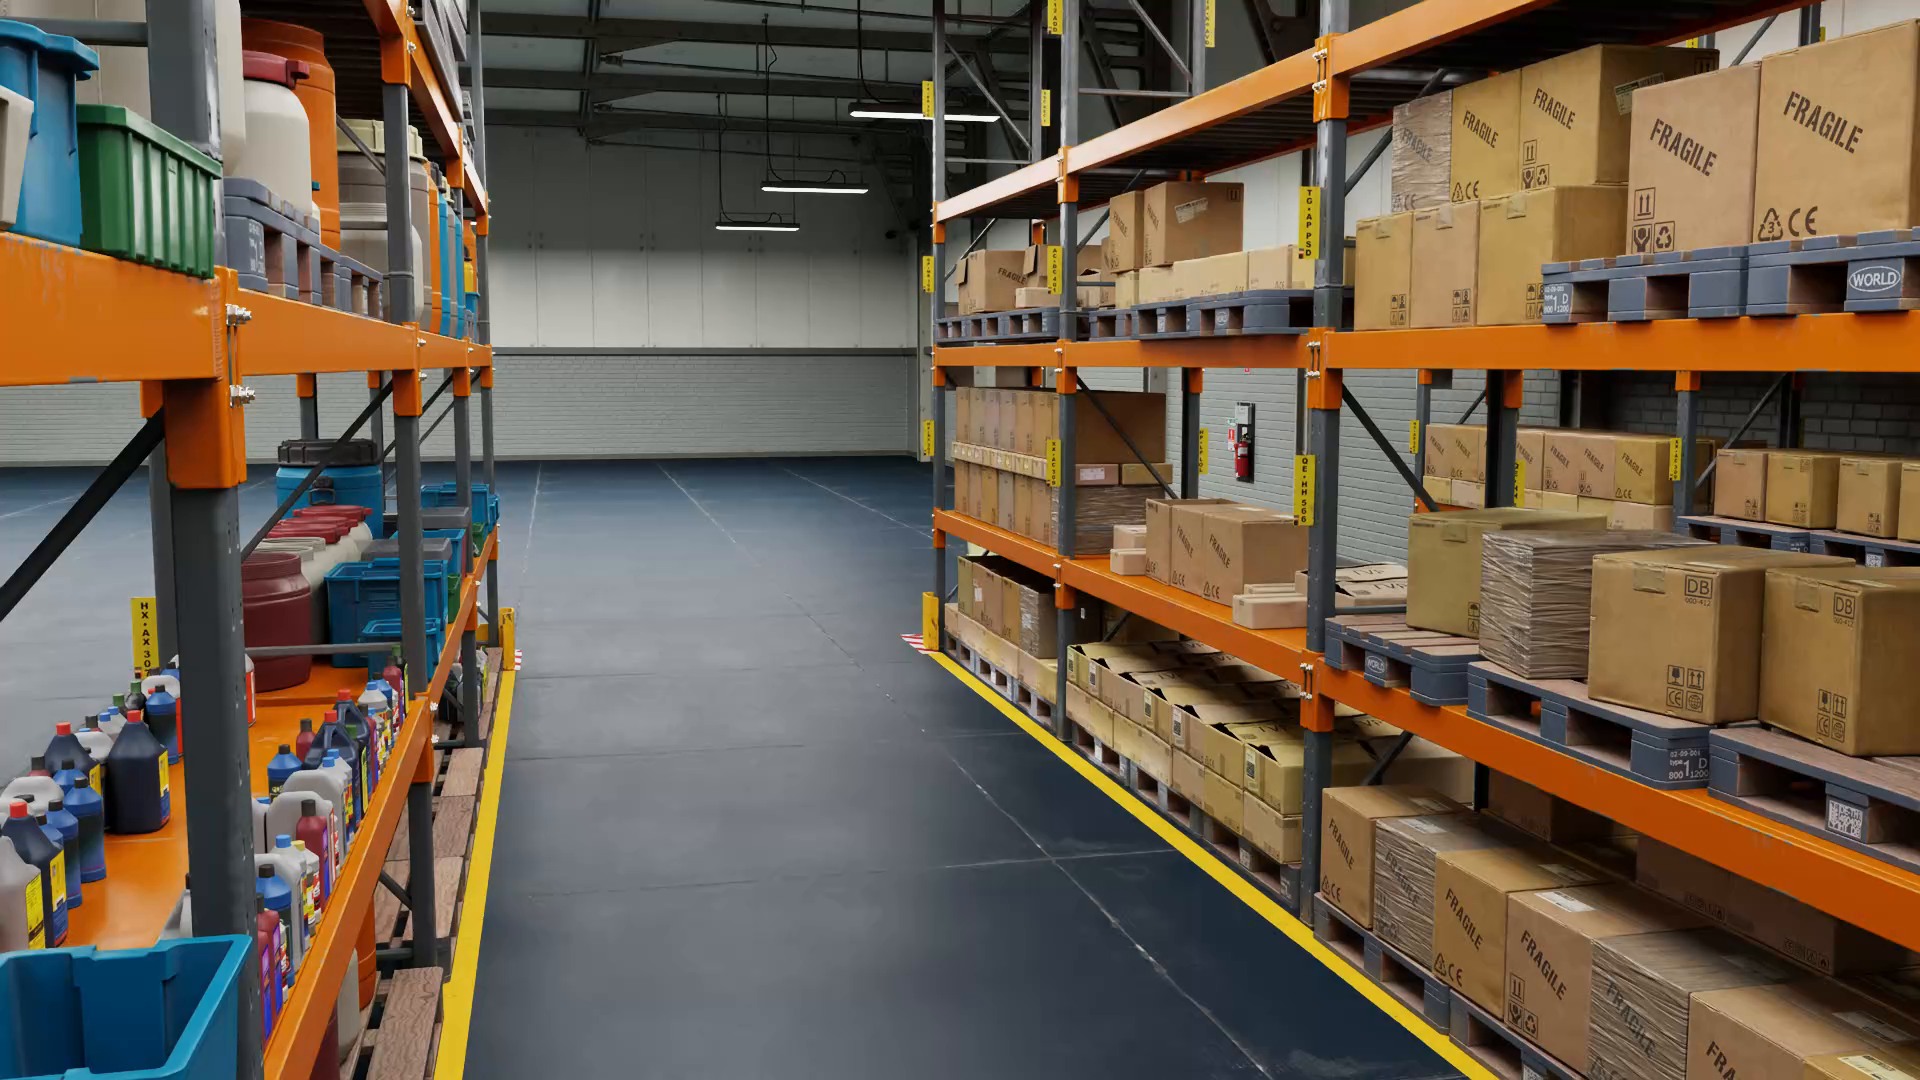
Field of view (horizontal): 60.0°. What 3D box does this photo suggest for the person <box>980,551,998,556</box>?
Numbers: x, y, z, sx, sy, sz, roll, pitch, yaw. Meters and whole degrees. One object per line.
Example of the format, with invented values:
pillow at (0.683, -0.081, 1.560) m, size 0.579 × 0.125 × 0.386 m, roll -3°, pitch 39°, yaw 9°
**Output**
person at (0.550, 0.351, 18.016) m, size 0.901 × 0.892 × 0.557 m, roll -1°, pitch 6°, yaw -14°
